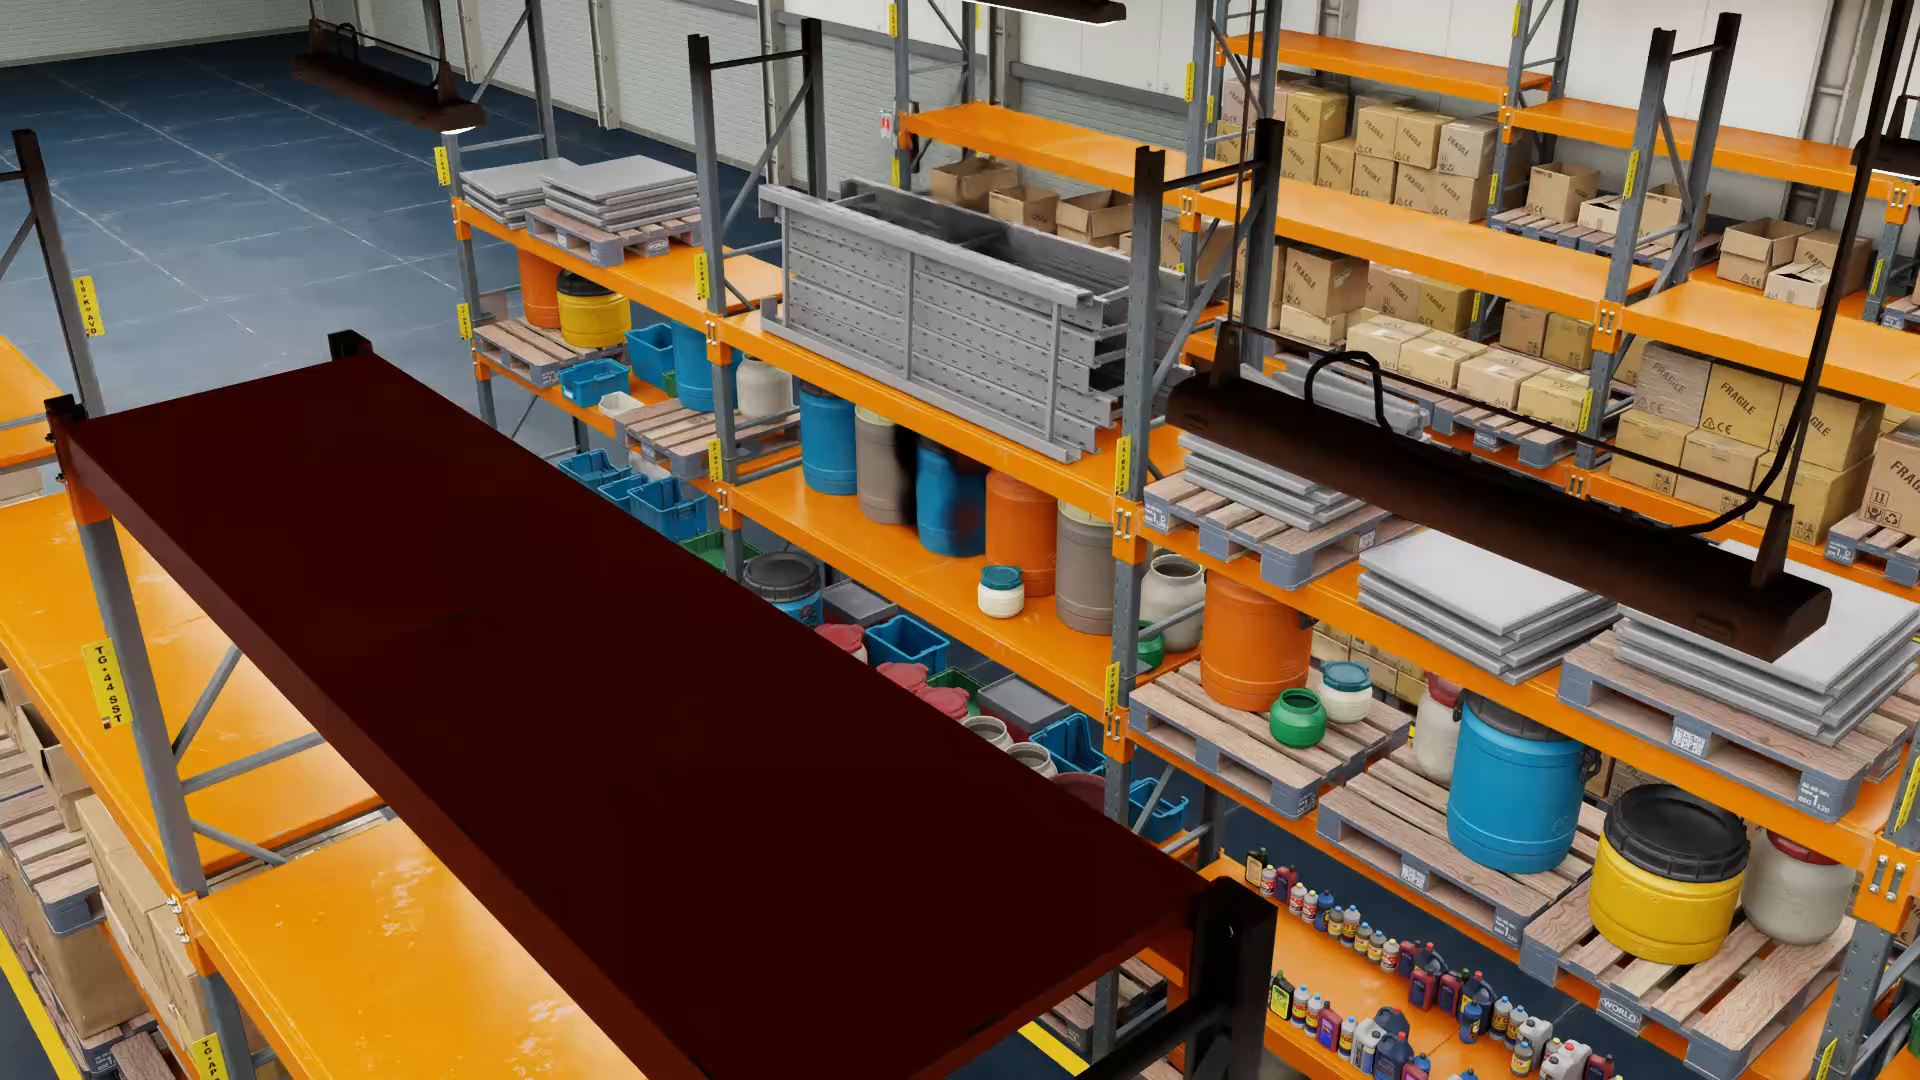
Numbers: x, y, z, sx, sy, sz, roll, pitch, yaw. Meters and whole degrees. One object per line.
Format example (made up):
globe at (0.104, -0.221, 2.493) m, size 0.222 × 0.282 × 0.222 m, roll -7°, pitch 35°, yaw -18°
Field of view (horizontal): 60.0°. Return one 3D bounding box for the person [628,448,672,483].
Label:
person at (-3.111, -0.712, 17.104) m, size 0.580 × 1.730 × 0.727 m, roll 23°, pitch 35°, yaw 37°
